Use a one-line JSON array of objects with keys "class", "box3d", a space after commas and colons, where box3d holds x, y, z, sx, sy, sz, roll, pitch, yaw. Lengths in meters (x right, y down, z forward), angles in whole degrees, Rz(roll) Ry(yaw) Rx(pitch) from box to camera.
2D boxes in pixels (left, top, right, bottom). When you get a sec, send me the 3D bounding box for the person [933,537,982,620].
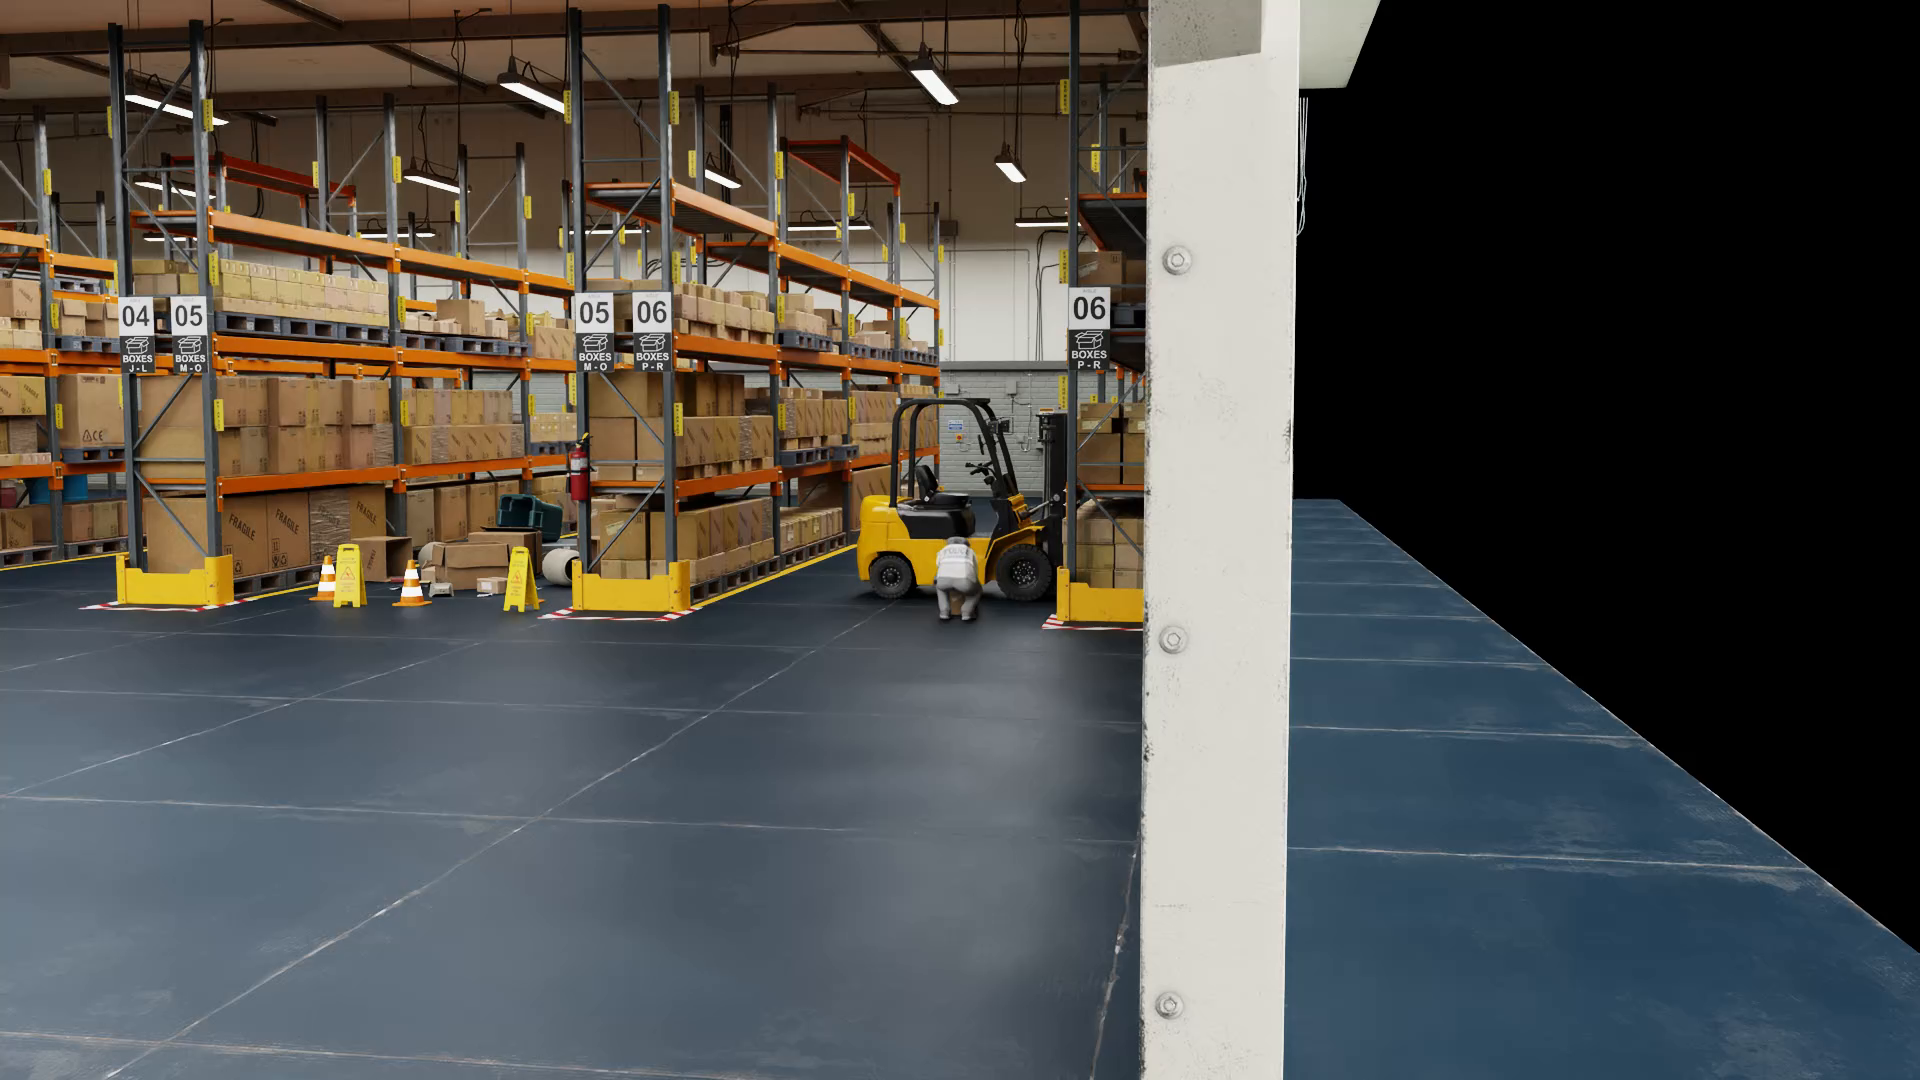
[{"class": "person", "box3d": [-0.017, 0.411, 16.299, 0.462, 0.836, 0.898, 1, 5, 8]}]
